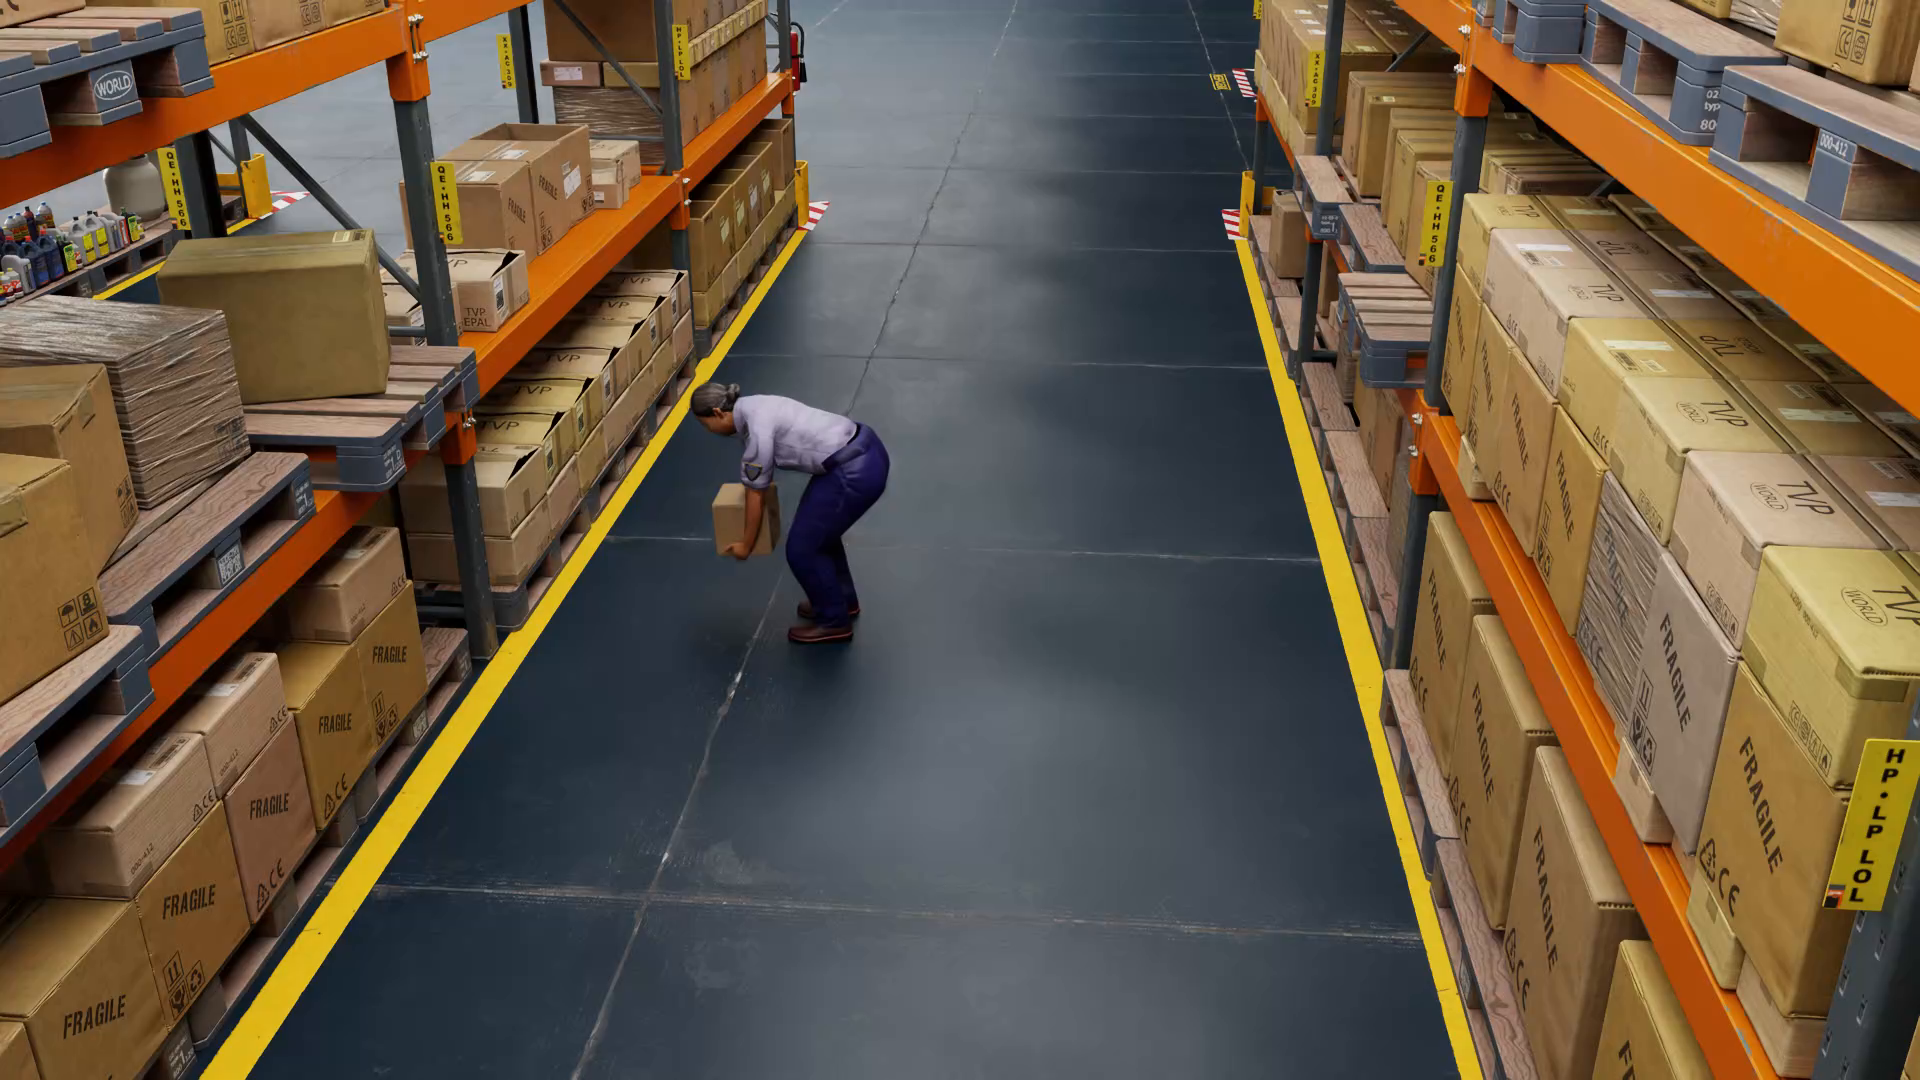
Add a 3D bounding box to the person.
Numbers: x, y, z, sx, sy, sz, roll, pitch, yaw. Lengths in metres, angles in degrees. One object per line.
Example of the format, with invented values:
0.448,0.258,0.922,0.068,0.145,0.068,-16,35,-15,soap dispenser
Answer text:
-0.746,-0.144,7.483,0.858,1.196,0.465,1,25,2,person
